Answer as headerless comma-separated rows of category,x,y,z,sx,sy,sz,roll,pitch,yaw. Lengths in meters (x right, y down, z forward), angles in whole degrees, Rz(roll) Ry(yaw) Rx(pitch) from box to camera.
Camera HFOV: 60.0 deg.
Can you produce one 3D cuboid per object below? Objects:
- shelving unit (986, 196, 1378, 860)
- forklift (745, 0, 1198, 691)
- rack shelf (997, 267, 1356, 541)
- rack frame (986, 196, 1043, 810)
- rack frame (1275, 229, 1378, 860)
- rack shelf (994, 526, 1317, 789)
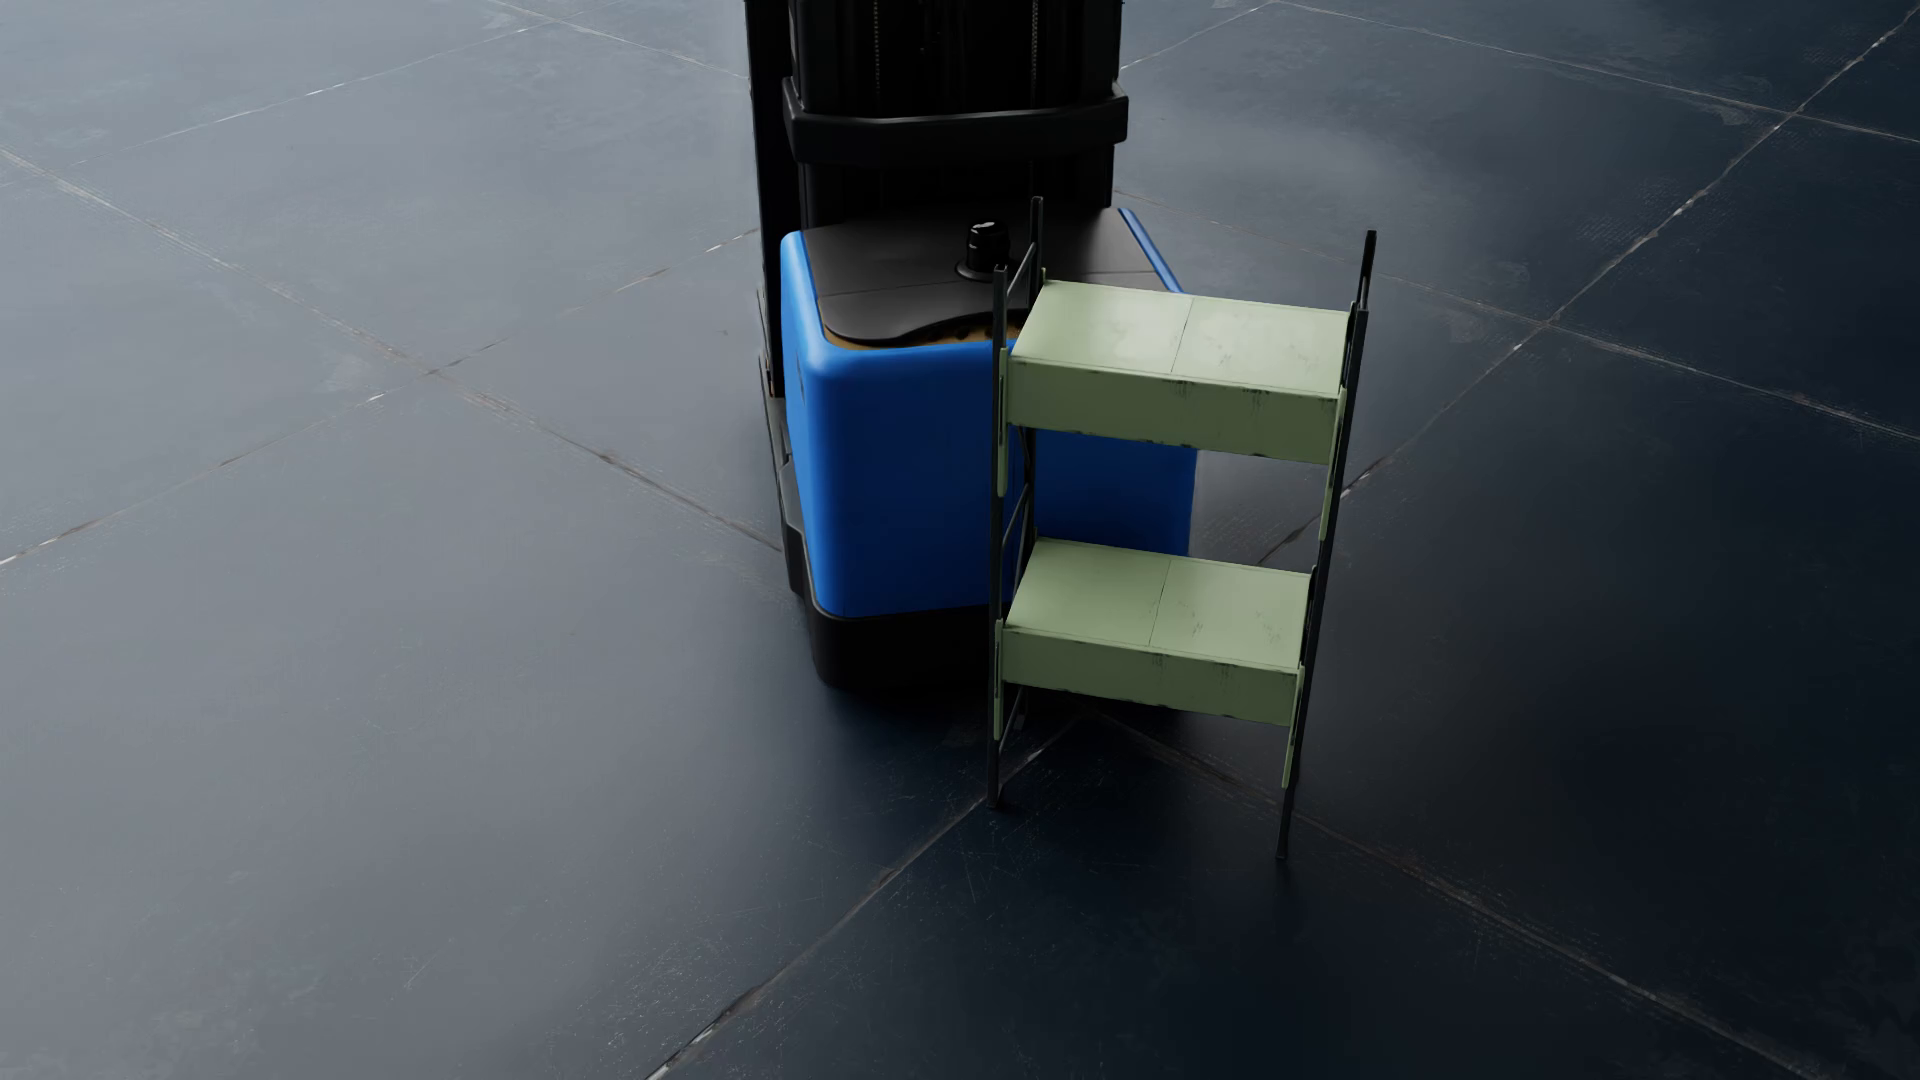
shelving unit,0.482,0.010,3.911,0.755,1.500,0.431,8,35,12
forklift,-0.115,-1.623,5.025,1.130,2.935,3.031,-6,35,-8
rack shelf,0.482,-0.312,3.690,0.720,0.370,0.431,8,35,12
rack frame,0.127,-0.041,3.985,0.023,1.500,0.400,8,35,12
rack frame,0.837,0.060,3.837,0.023,1.500,0.400,8,35,12
rack shelf,0.482,0.279,4.096,0.720,0.370,0.431,8,35,12
